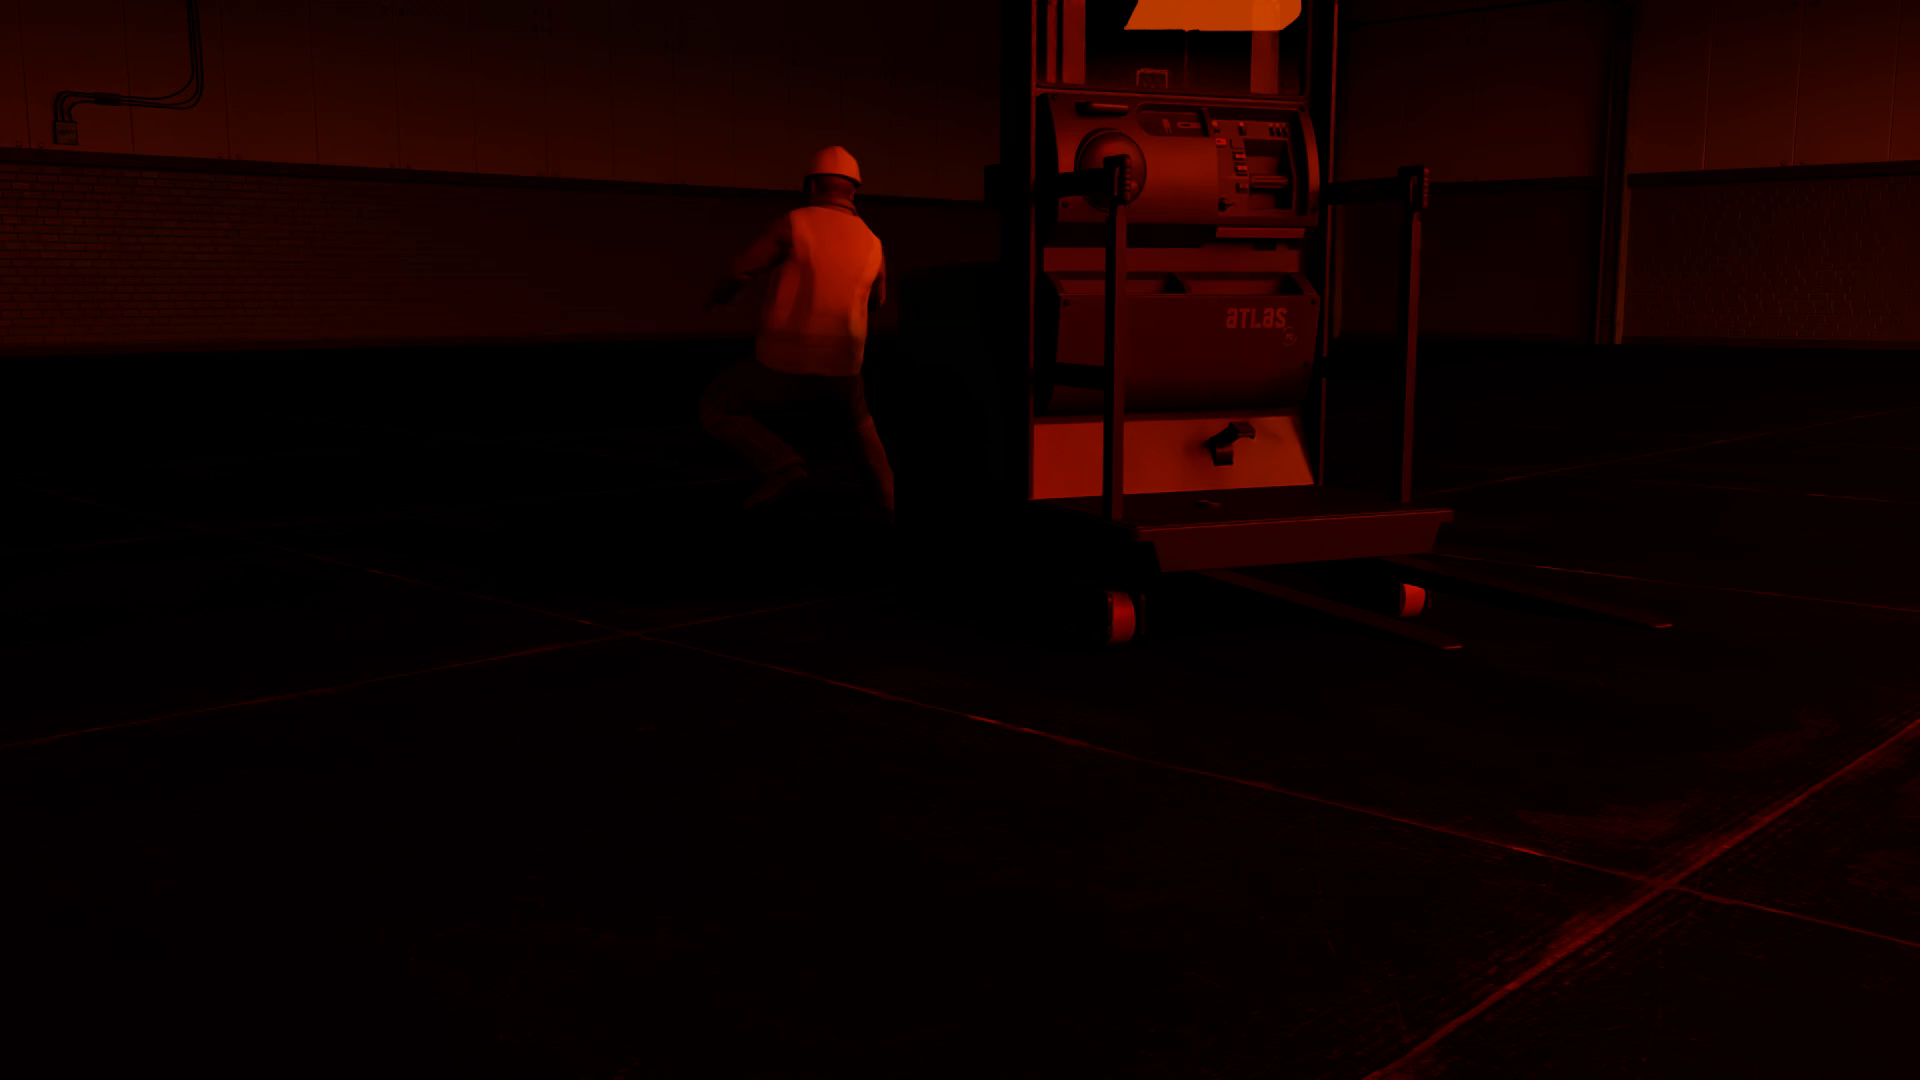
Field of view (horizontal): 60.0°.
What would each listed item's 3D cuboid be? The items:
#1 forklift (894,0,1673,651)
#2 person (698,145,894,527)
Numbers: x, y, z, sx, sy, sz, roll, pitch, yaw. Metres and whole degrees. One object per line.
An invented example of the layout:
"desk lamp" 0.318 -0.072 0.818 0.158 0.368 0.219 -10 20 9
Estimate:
"forklift" 0.784 -1.219 4.968 1.130 2.935 3.031 -4 9 -22
"person" -0.615 -0.804 6.808 0.875 1.570 0.781 -4 10 -27
